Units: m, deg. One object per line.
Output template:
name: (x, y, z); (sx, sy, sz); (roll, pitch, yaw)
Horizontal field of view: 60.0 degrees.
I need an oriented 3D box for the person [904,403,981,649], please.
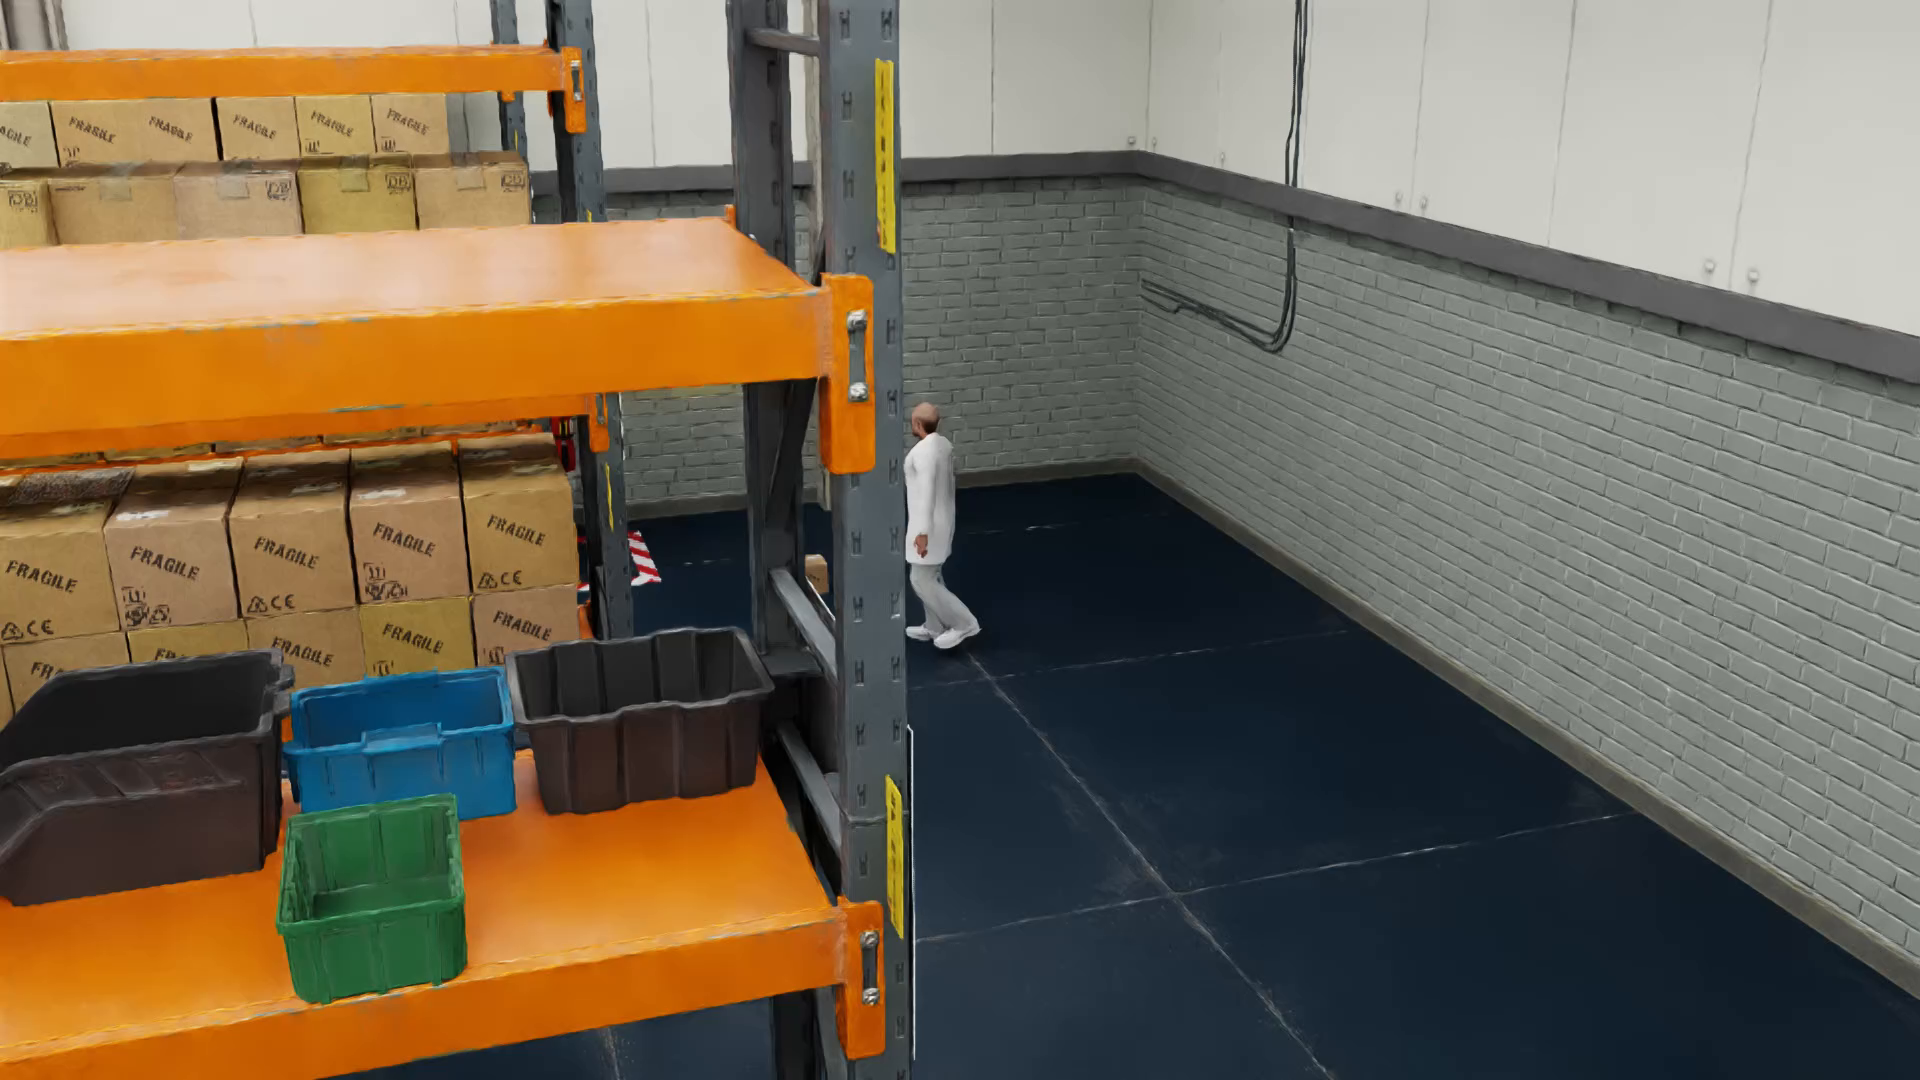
person: (-0.126, -0.090, 11.846); (0.604, 1.771, 0.619); (5, 20, 15)
